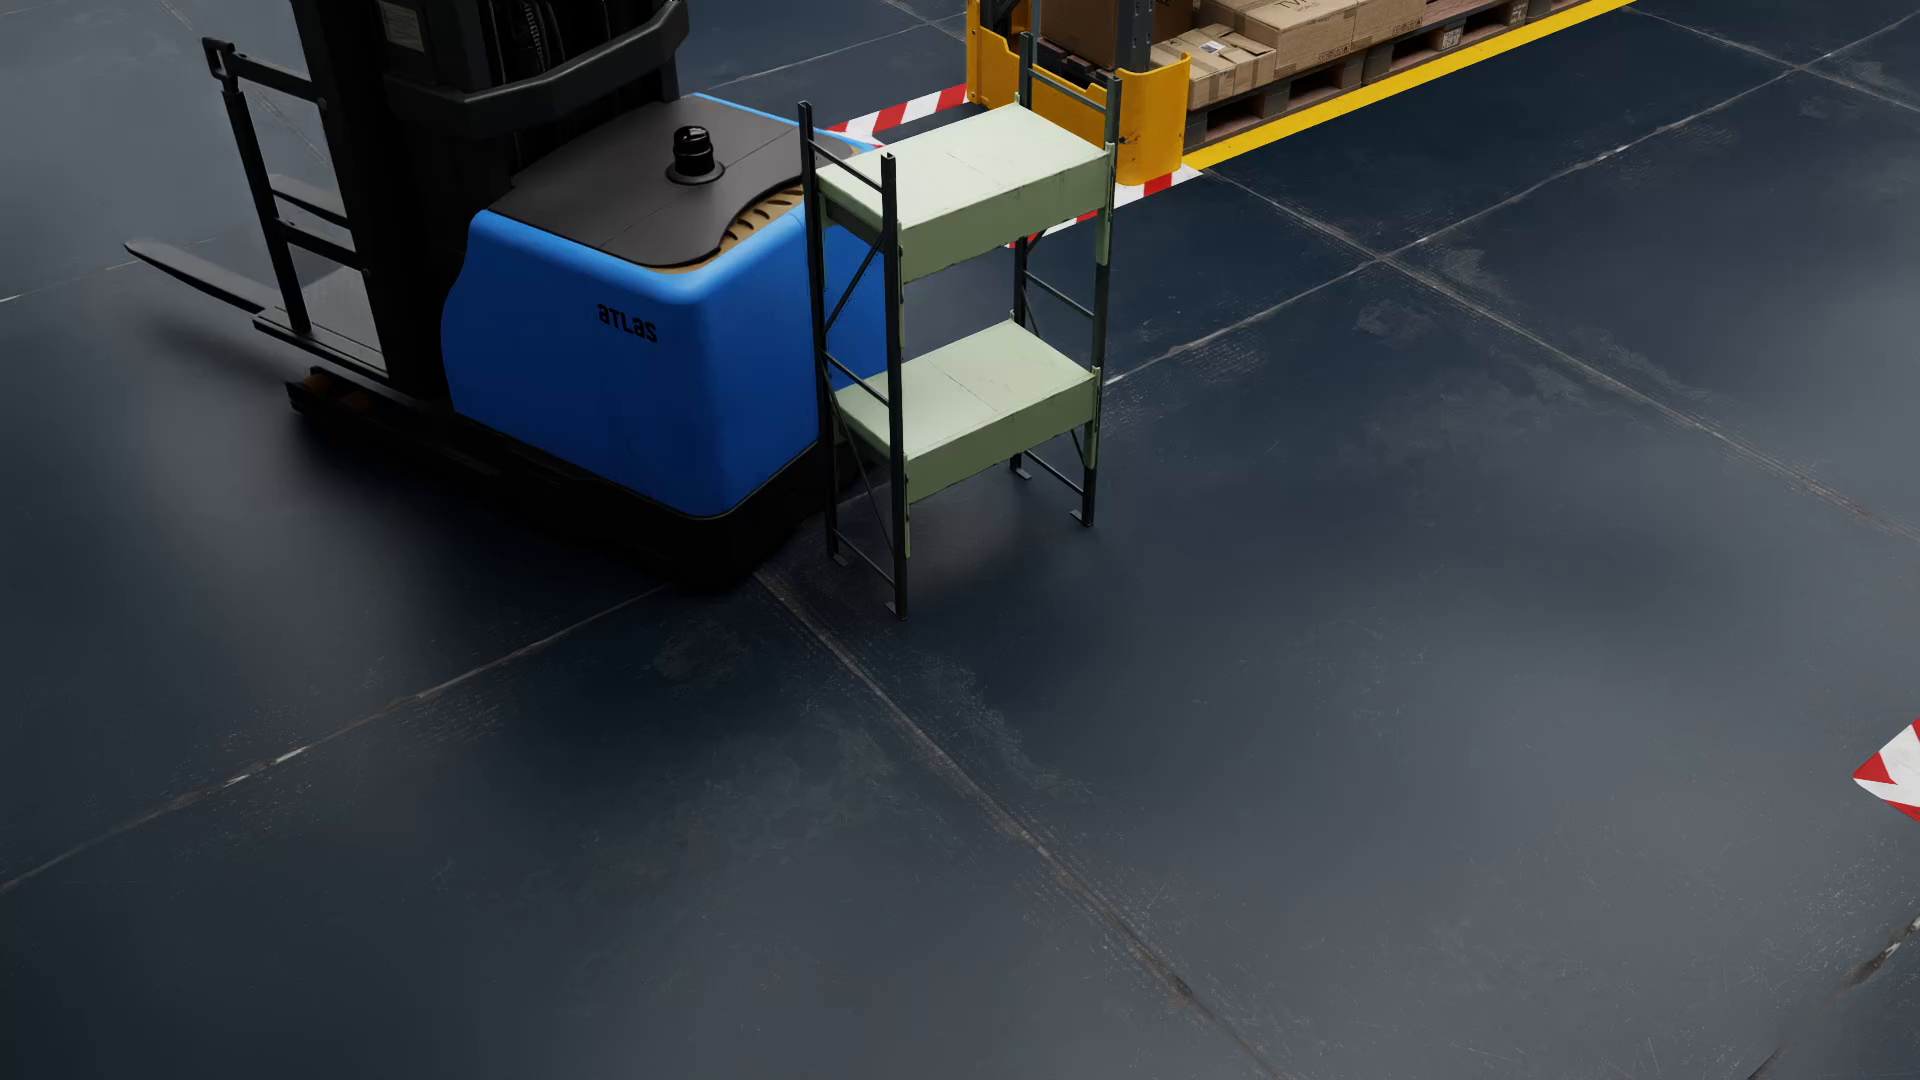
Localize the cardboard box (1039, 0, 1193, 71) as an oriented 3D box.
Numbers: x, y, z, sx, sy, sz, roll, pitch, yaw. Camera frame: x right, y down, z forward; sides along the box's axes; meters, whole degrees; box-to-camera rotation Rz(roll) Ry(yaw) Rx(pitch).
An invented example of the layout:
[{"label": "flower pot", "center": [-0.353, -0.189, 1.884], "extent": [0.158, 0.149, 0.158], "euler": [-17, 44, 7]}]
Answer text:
[{"label": "cardboard box", "center": [0.717, -2.519, 7.580], "extent": [0.500, 0.500, 0.500], "euler": [-26, 46, -28]}]

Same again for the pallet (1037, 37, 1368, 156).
[{"label": "pallet", "center": [1.128, -2.241, 7.816], "extent": [1.213, 0.211, 1.003], "euler": [-26, 46, -28]}]

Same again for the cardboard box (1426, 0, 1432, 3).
[{"label": "cardboard box", "center": [2.121, -3.004, 8.168], "extent": [0.637, 0.503, 0.797], "euler": [-26, 46, -28]}]

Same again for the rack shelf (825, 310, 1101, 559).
[{"label": "rack shelf", "center": [0.005, -0.330, 4.984], "extent": [0.720, 0.370, 0.431], "euler": [-26, 46, -28]}]

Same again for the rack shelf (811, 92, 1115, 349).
[{"label": "rack shelf", "center": [0.005, -0.884, 4.530], "extent": [0.720, 0.370, 0.431], "euler": [-26, 46, -28]}]

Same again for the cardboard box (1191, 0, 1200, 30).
[{"label": "cardboard box", "center": [1.093, -2.502, 7.822], "extent": [0.250, 0.166, 0.380], "euler": [-26, 46, -28]}]

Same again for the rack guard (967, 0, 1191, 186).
[{"label": "rack guard", "center": [0.496, -2.045, 7.348], "extent": [0.348, 0.500, 1.175], "euler": [-26, 46, -28]}]

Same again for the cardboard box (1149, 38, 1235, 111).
[{"label": "cardboard box", "center": [0.977, -2.039, 7.271], "extent": [0.250, 0.149, 0.380], "euler": [-26, 46, -28]}]

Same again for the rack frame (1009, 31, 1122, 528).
[{"label": "rack frame", "center": [0.295, -0.724, 4.950], "extent": [0.023, 1.500, 0.400], "euler": [-26, 46, -28]}]

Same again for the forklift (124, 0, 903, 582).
[{"label": "forklift", "center": [-1.699, -1.728, 5.046], "extent": [3.031, 2.935, 1.130], "euler": [22, 44, 25]}]

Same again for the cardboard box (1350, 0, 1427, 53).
[{"label": "cardboard box", "center": [1.833, -2.543, 7.806], "extent": [0.500, 0.250, 0.500], "euler": [-26, 46, -28]}]

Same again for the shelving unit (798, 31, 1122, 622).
[{"label": "shelving unit", "center": [0.005, -0.582, 4.777], "extent": [0.755, 1.500, 0.431], "euler": [-26, 46, -28]}]

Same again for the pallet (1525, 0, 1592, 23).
[{"label": "pallet", "center": [3.062, -3.185, 8.966], "extent": [1.213, 0.211, 1.003], "euler": [-26, 46, -28]}]

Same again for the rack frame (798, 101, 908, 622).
[{"label": "rack frame", "center": [-0.285, -0.441, 4.605], "extent": [0.023, 1.500, 0.400], "euler": [-26, 46, -28]}]

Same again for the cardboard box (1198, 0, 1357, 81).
[{"label": "cardboard box", "center": [1.436, -2.349, 7.570], "extent": [0.500, 0.250, 0.500], "euler": [-26, 46, -28]}]

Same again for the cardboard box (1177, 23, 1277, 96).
[{"label": "cardboard box", "center": [1.176, -2.142, 7.383], "extent": [0.250, 0.166, 0.380], "euler": [-26, 46, -28]}]

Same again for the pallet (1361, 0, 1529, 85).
[{"label": "pallet", "center": [2.094, -2.710, 8.388], "extent": [1.213, 0.211, 1.003], "euler": [-26, 46, -28]}]

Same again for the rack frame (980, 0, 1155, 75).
[{"label": "rack frame", "center": [0.436, -2.982, 6.520], "extent": [0.127, 3.000, 1.000], "euler": [-26, 46, -28]}]
